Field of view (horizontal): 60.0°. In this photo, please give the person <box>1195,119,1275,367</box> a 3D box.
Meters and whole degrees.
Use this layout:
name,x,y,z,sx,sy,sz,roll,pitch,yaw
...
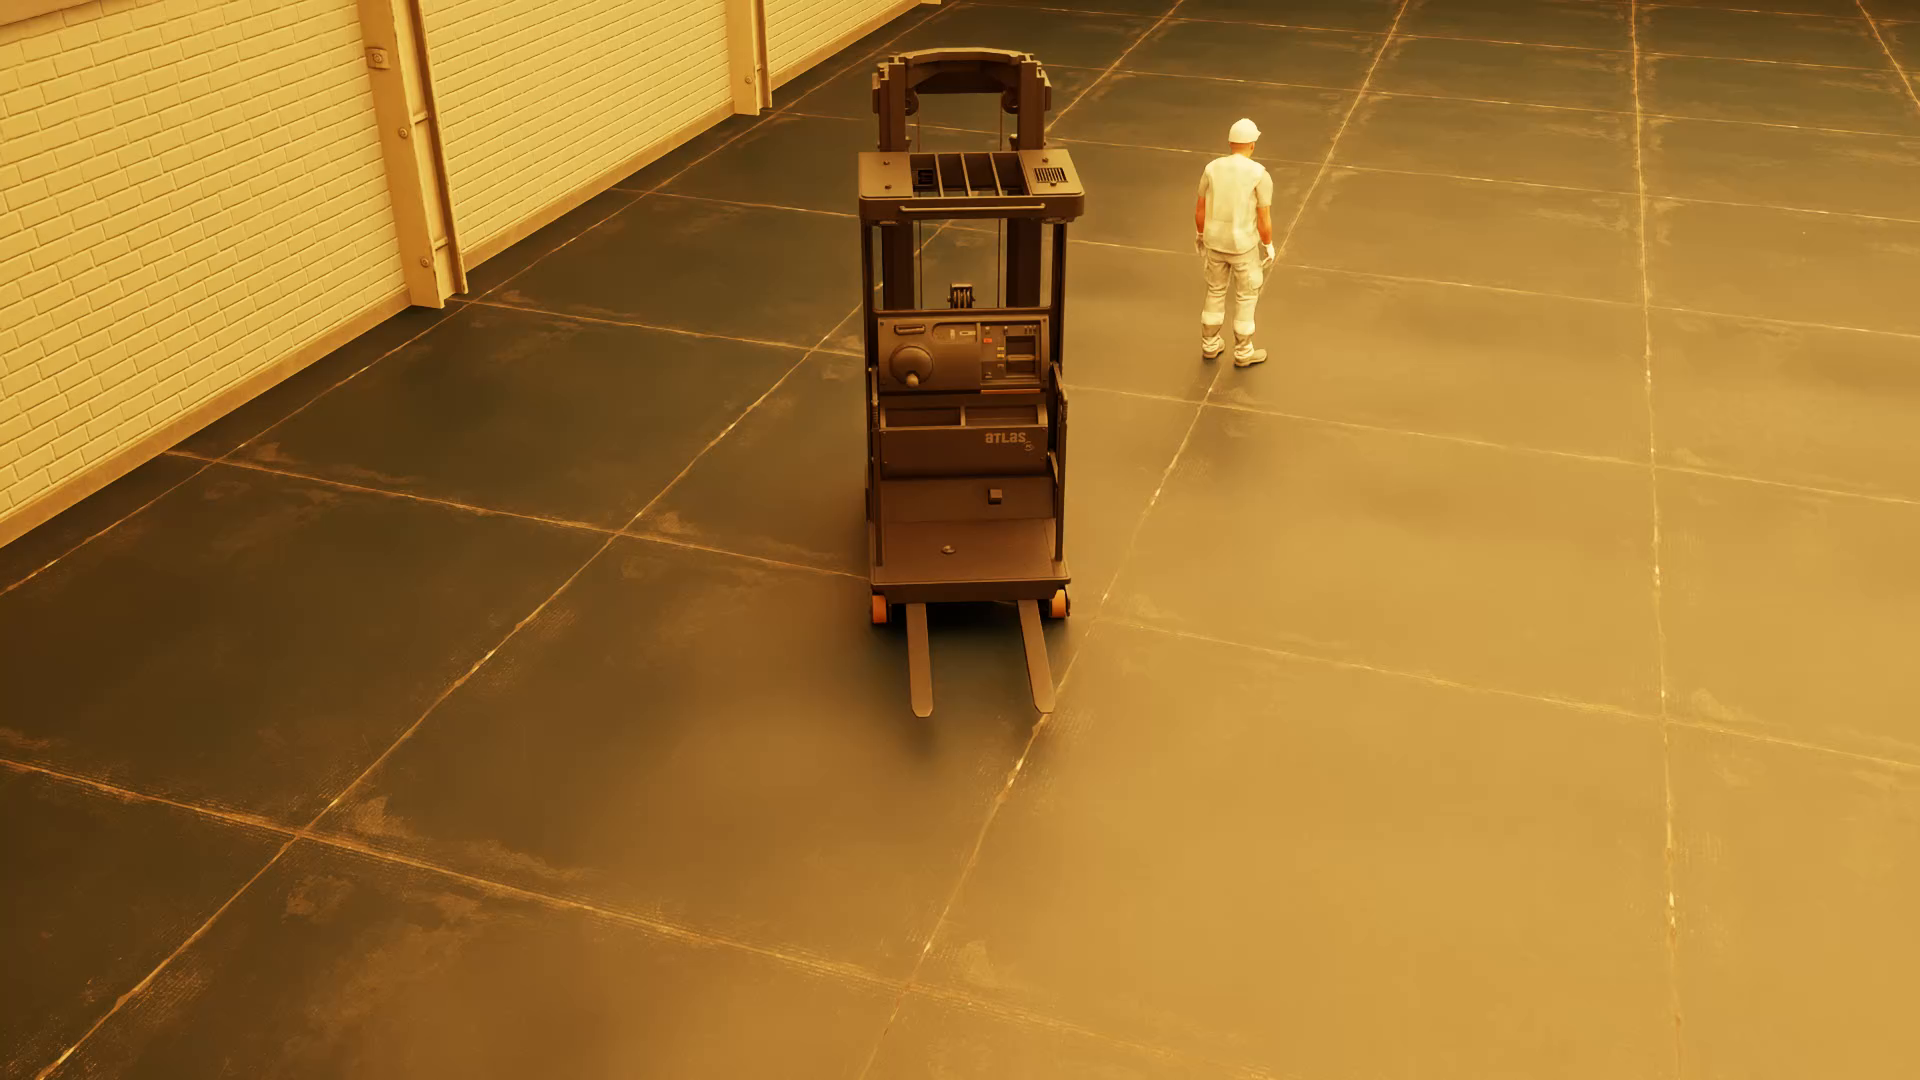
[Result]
name,x,y,z,sx,sy,sz,roll,pitch,yaw
person,1.990,-2.156,12.085,0.619,1.780,0.447,19,35,29

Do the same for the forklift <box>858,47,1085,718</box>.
name,x,y,z,sx,sy,sz,roll,pitch,yaw
forklift,0.035,-0.972,8.842,1.130,2.935,3.031,-2,30,-3
